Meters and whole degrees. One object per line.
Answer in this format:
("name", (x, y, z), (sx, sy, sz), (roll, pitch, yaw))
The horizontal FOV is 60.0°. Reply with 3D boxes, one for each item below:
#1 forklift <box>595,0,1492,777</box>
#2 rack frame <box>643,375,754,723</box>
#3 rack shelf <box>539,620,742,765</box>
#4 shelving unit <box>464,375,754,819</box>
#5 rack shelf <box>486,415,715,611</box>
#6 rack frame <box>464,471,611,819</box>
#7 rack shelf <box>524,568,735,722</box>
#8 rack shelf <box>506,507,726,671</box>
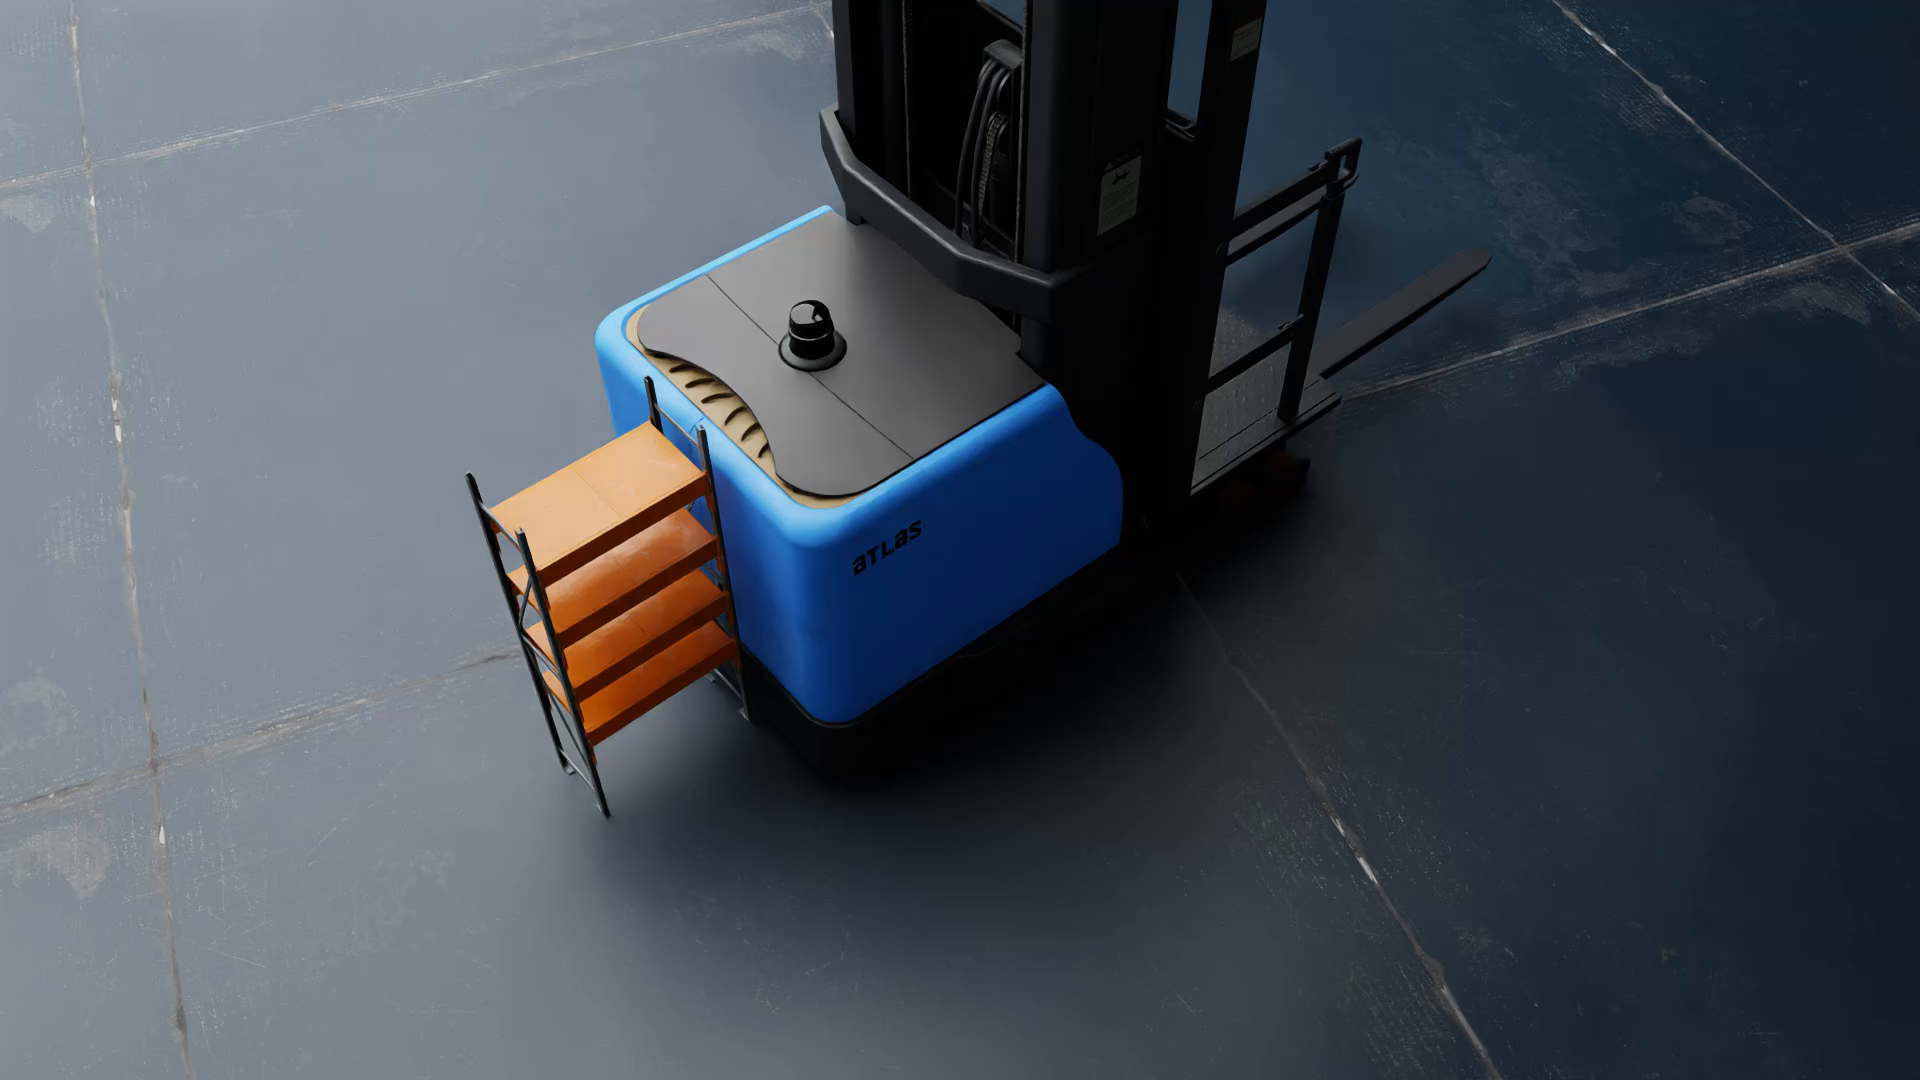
("forklift", (0.484, -1.261, 4.401), (3.031, 2.935, 1.130), (-32, 57, -25))
("rack frame", (-0.680, 0.064, 4.404), (0.015, 1.200, 0.240), (-33, 57, -25))
("rack shelf", (-0.864, 0.358, 4.502), (0.480, 0.148, 0.258), (-33, 57, -25))
("shelving unit", (-0.864, 0.185, 4.300), (0.503, 1.200, 0.258), (-33, 57, -25))
("rack shelf", (-0.864, -0.071, 4.002), (0.480, 0.148, 0.258), (-33, 57, -25))
("rack frame", (-1.049, 0.306, 4.196), (0.015, 1.200, 0.240), (-33, 57, -25))
("rack shelf", (-0.864, 0.229, 4.351), (0.480, 0.148, 0.258), (-33, 57, -25))
("rack shelf", (-0.864, 0.083, 4.181), (0.480, 0.148, 0.258), (-33, 57, -25))
